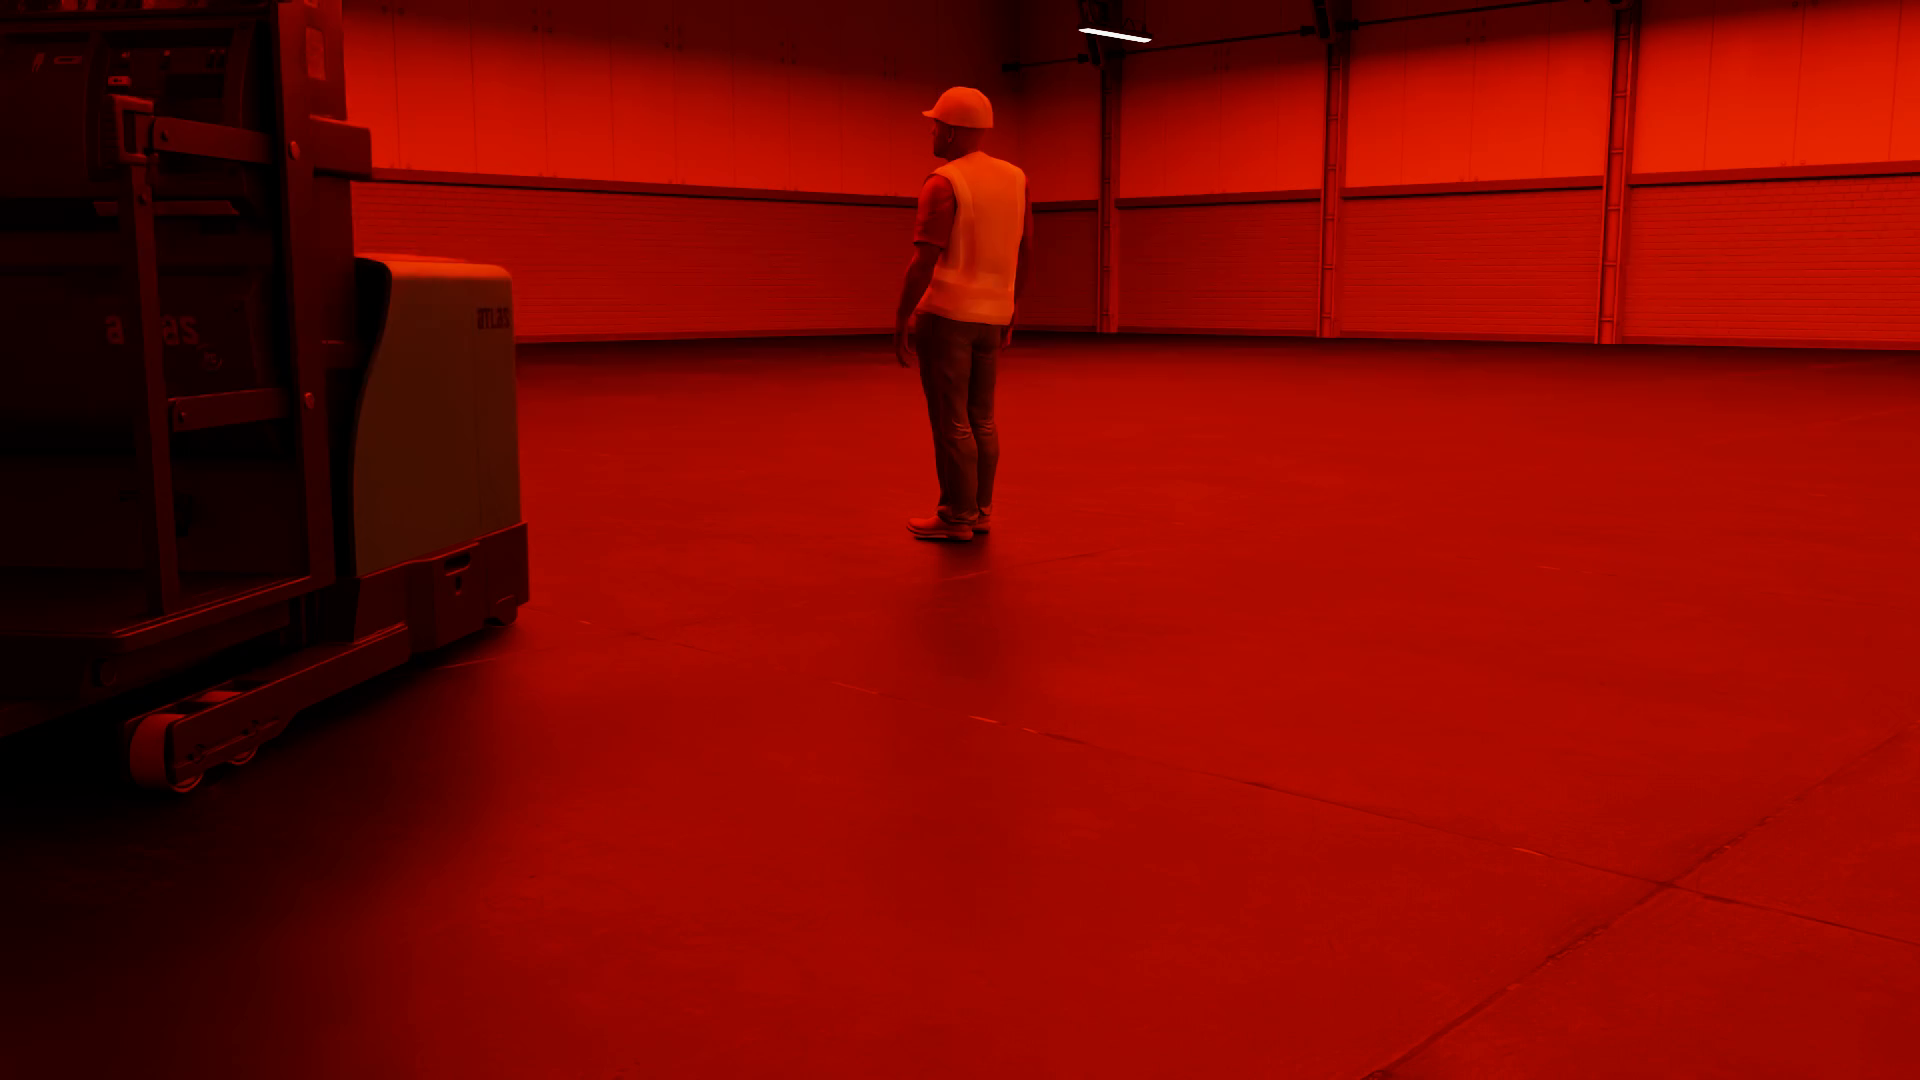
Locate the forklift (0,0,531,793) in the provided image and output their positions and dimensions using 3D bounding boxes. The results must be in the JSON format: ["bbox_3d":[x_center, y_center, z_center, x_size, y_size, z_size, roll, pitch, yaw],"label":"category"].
[{"bbox_3d":[-2.035,-0.996,3.489,1.130,2.935,3.031,1,9,9],"label":"forklift"}]

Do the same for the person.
[{"bbox_3d":[-0.045,-0.888,6.637,0.577,1.765,0.665,8,12,43],"label":"person"}]
